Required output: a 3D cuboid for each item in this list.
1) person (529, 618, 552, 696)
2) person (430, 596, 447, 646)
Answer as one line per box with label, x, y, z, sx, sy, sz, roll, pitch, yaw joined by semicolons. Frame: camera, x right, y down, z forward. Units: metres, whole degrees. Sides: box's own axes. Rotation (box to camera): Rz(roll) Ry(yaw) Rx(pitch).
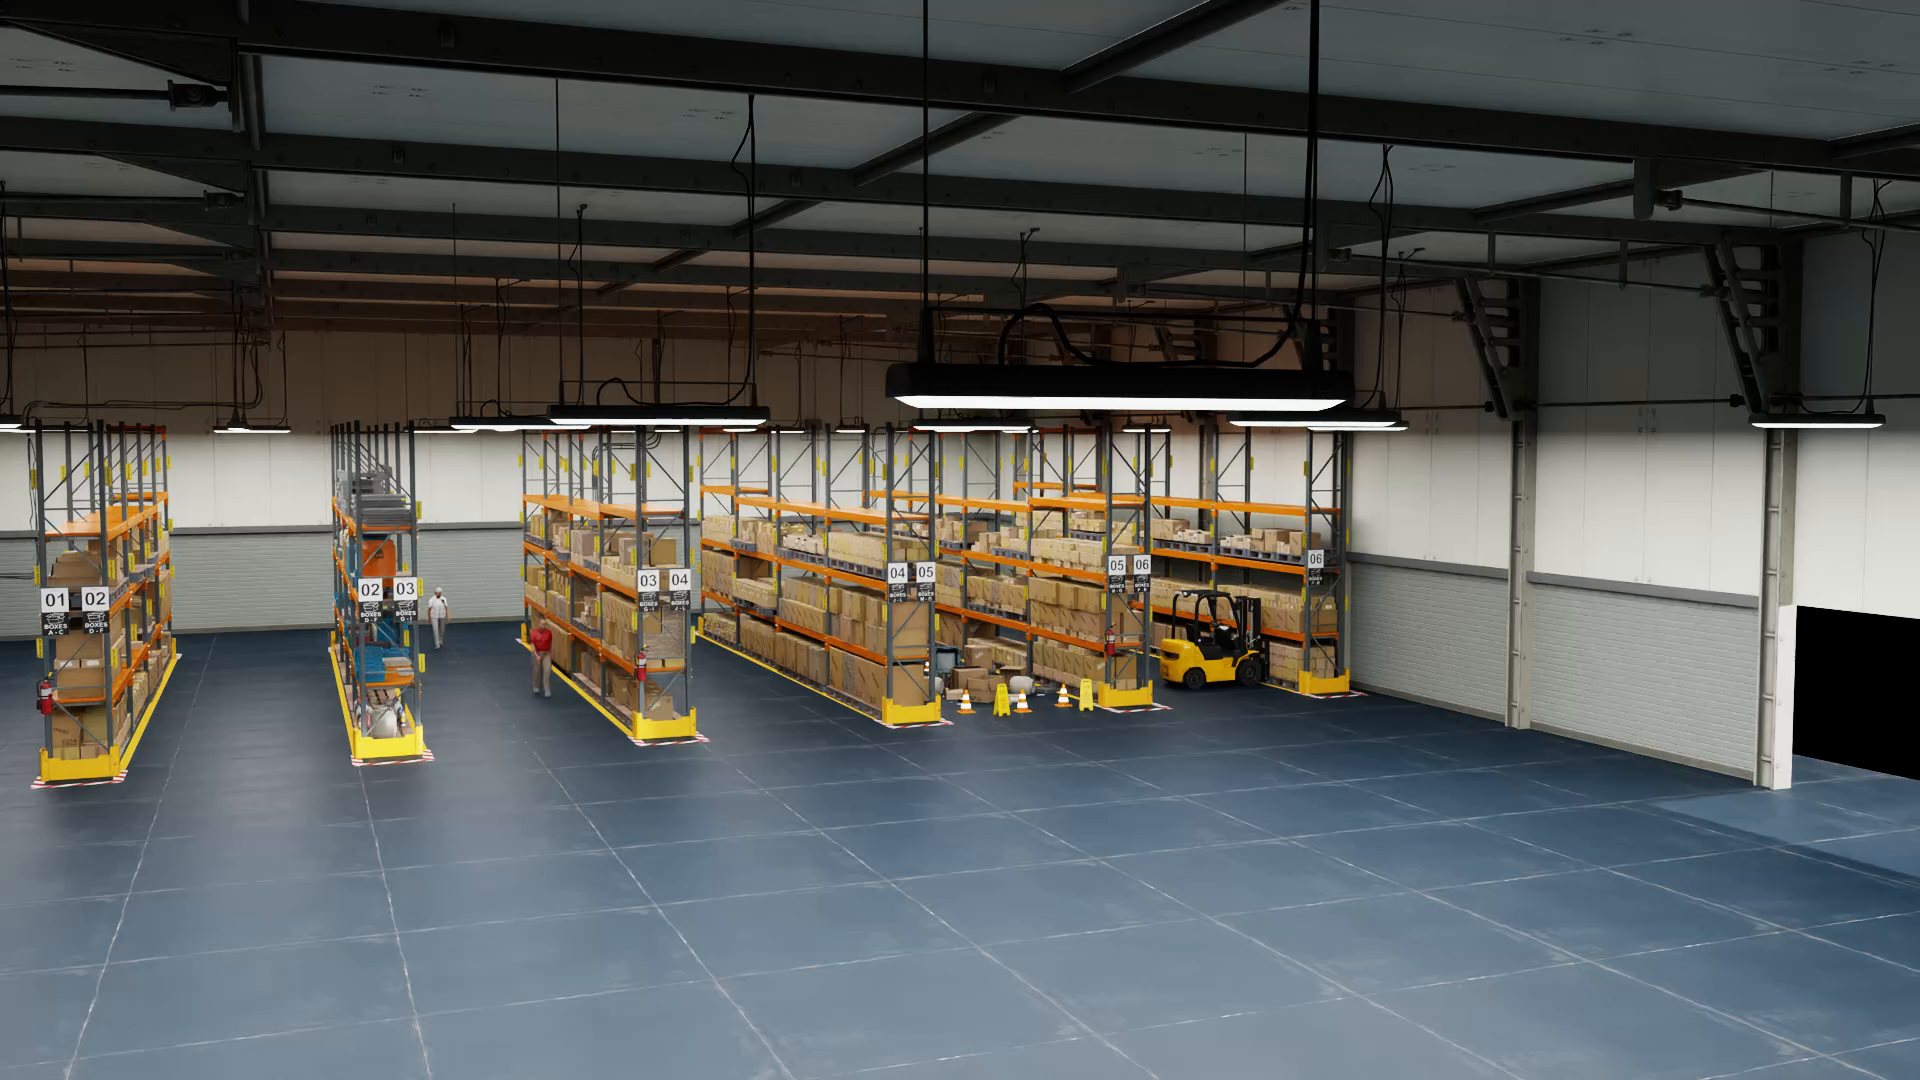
person;-9.256;2.575;36.825;0.528;1.679;0.969;-2;4;-29
person;-14.146;2.180;45.104;0.452;1.333;0.856;-2;4;-25
